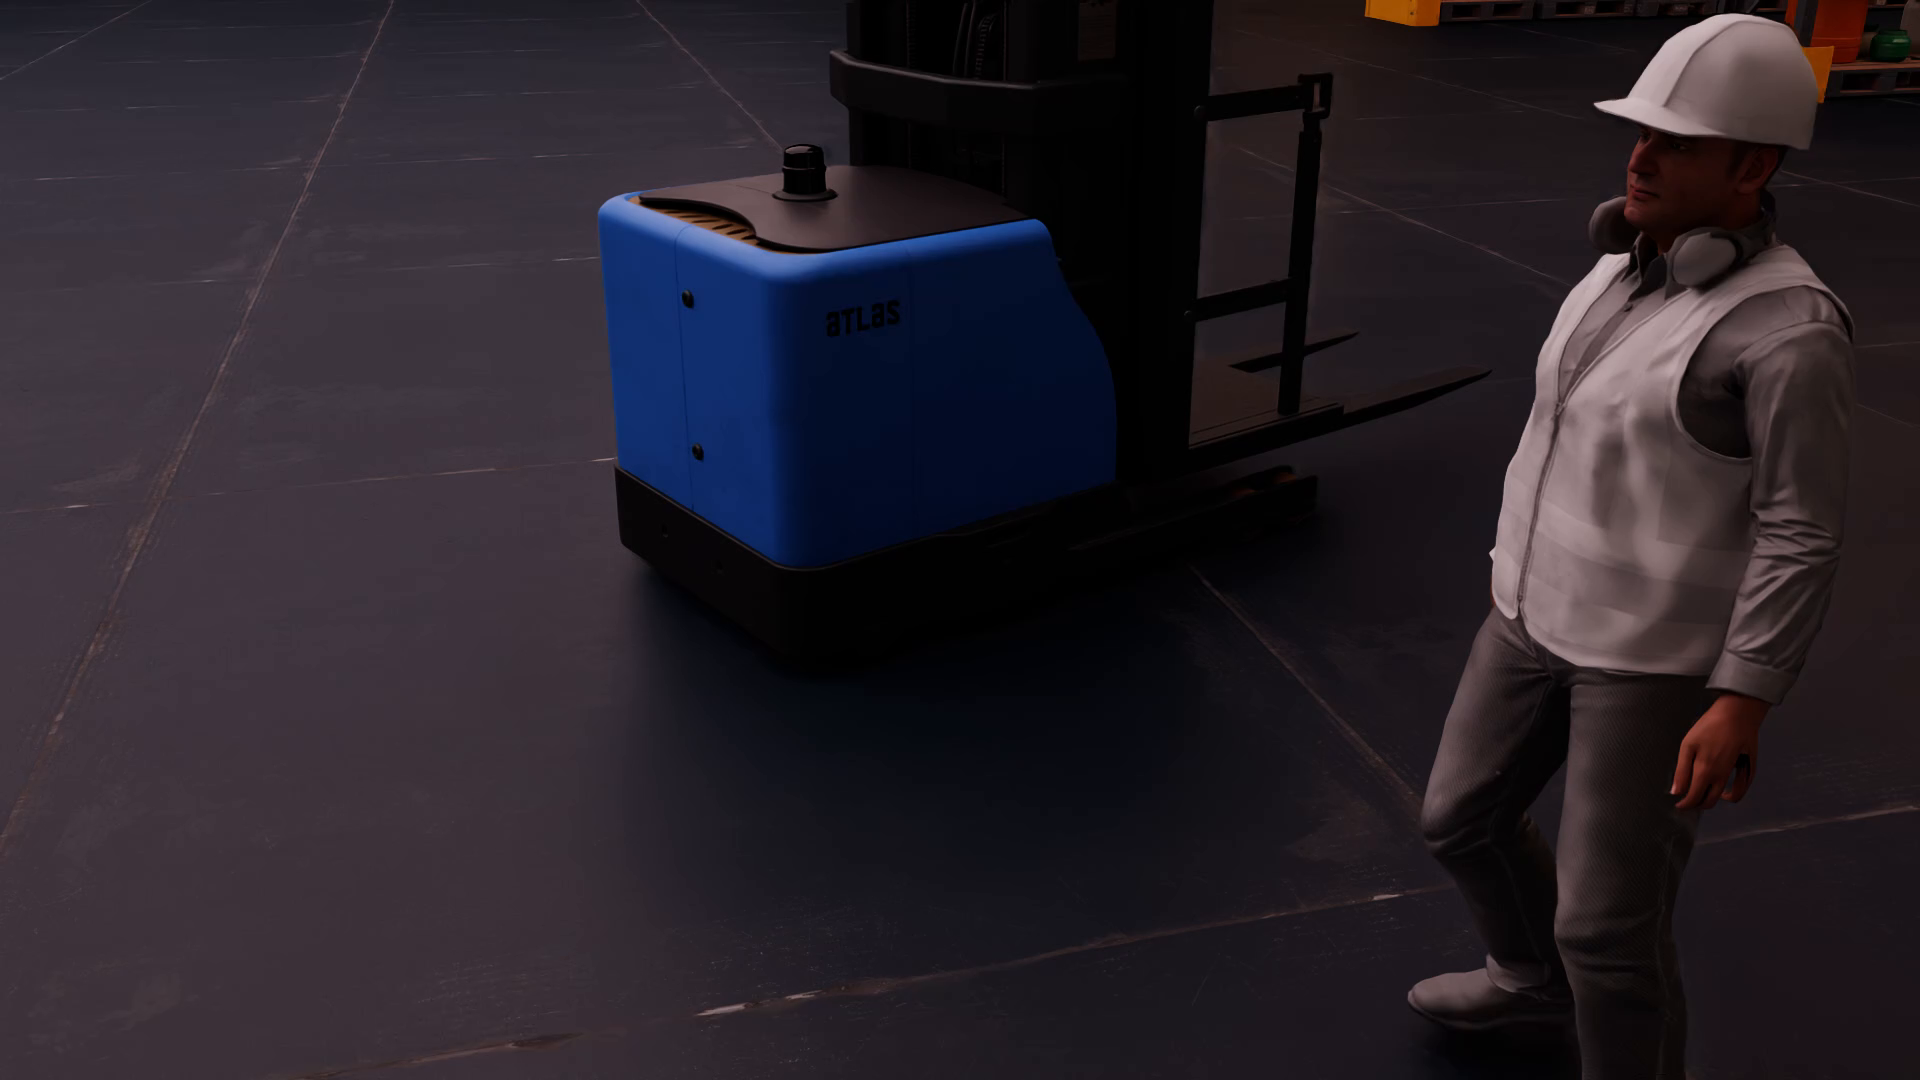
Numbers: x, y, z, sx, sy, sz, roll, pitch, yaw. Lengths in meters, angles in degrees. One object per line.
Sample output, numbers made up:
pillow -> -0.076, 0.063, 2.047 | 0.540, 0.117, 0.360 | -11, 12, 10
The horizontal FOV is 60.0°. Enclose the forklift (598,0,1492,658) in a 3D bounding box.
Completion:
forklift -> 0.484, -1.493, 4.818 | 3.031, 2.935, 1.130 | -17, 28, -34

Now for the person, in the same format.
person -> 0.975, 0.132, 2.494 | 0.408, 1.762, 0.700 | -5, 24, -12
